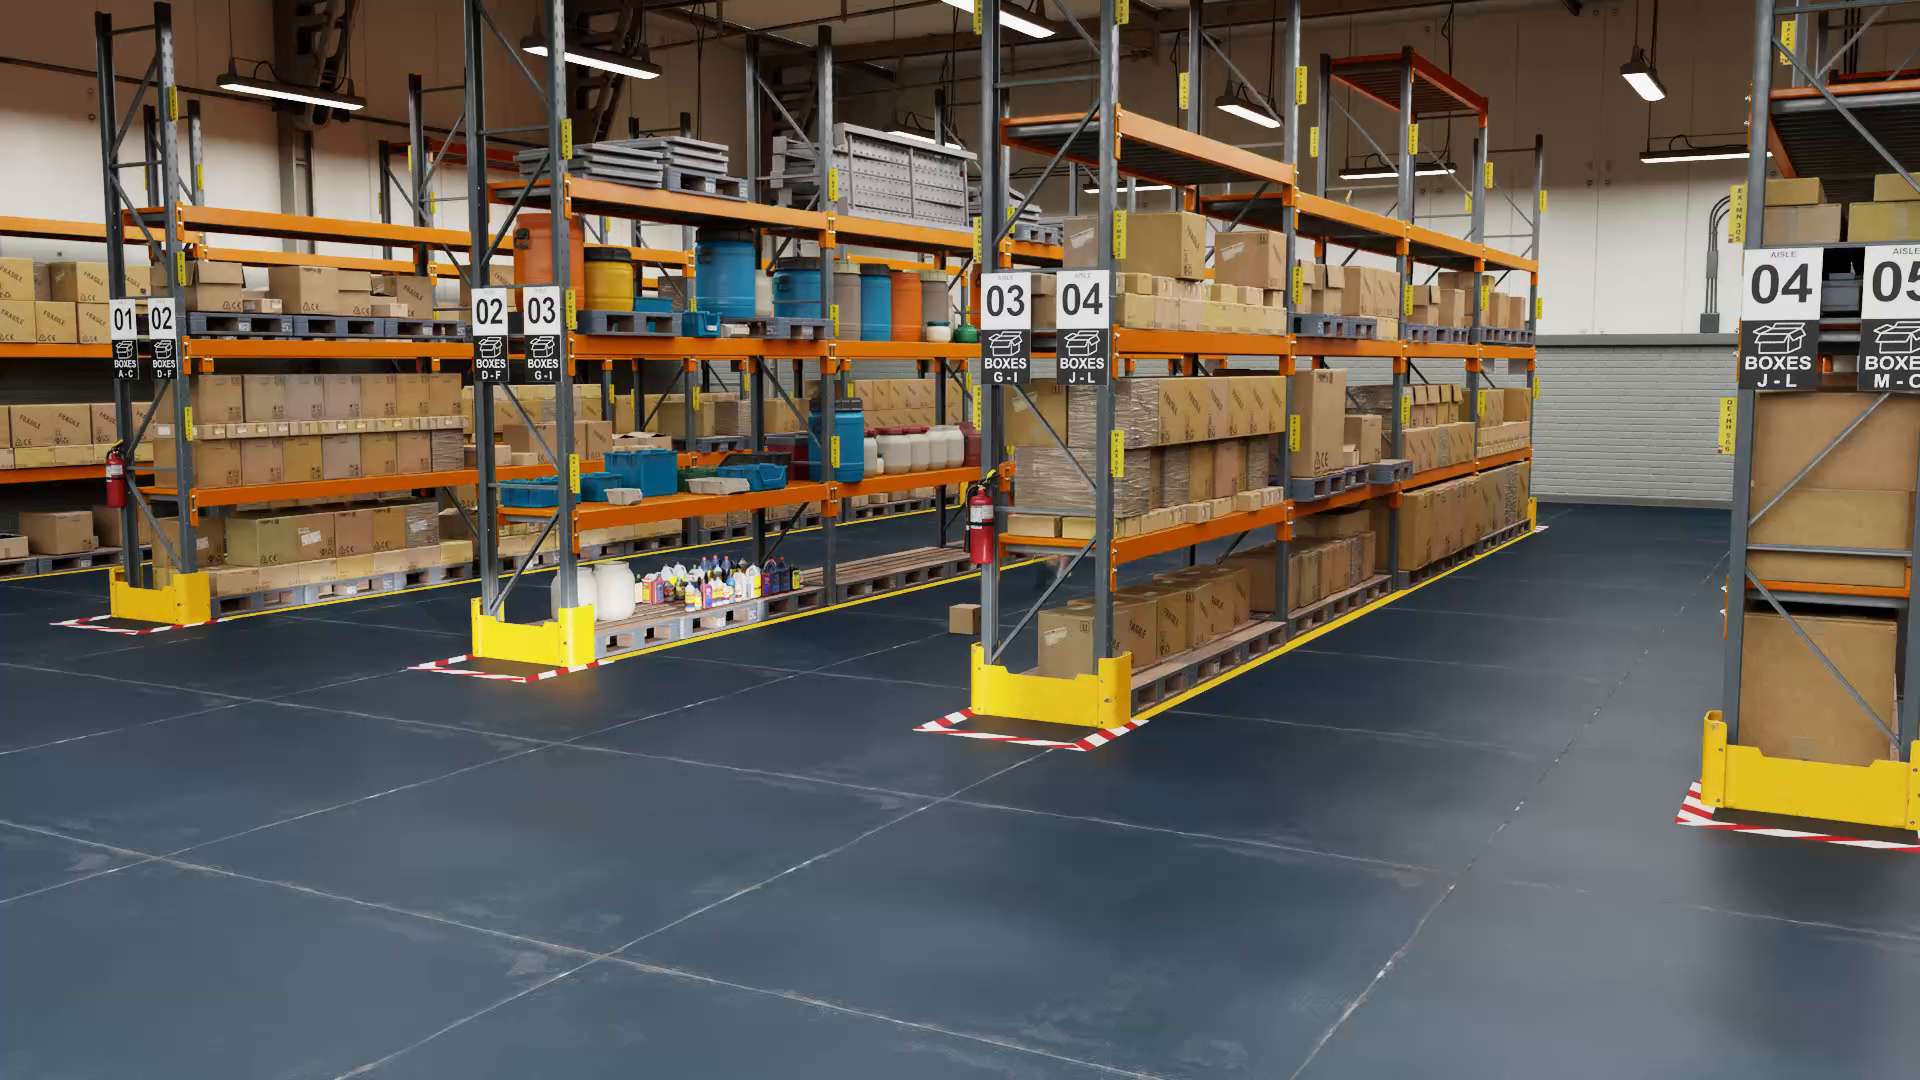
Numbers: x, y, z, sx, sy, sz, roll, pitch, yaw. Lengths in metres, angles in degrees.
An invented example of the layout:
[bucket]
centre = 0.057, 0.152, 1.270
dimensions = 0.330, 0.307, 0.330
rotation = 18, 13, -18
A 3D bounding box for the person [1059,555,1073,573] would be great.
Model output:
[person]
centre = 1.312, -0.392, 20.061
dimensions = 0.447, 1.628, 0.984
rotation = 2, 6, 17
